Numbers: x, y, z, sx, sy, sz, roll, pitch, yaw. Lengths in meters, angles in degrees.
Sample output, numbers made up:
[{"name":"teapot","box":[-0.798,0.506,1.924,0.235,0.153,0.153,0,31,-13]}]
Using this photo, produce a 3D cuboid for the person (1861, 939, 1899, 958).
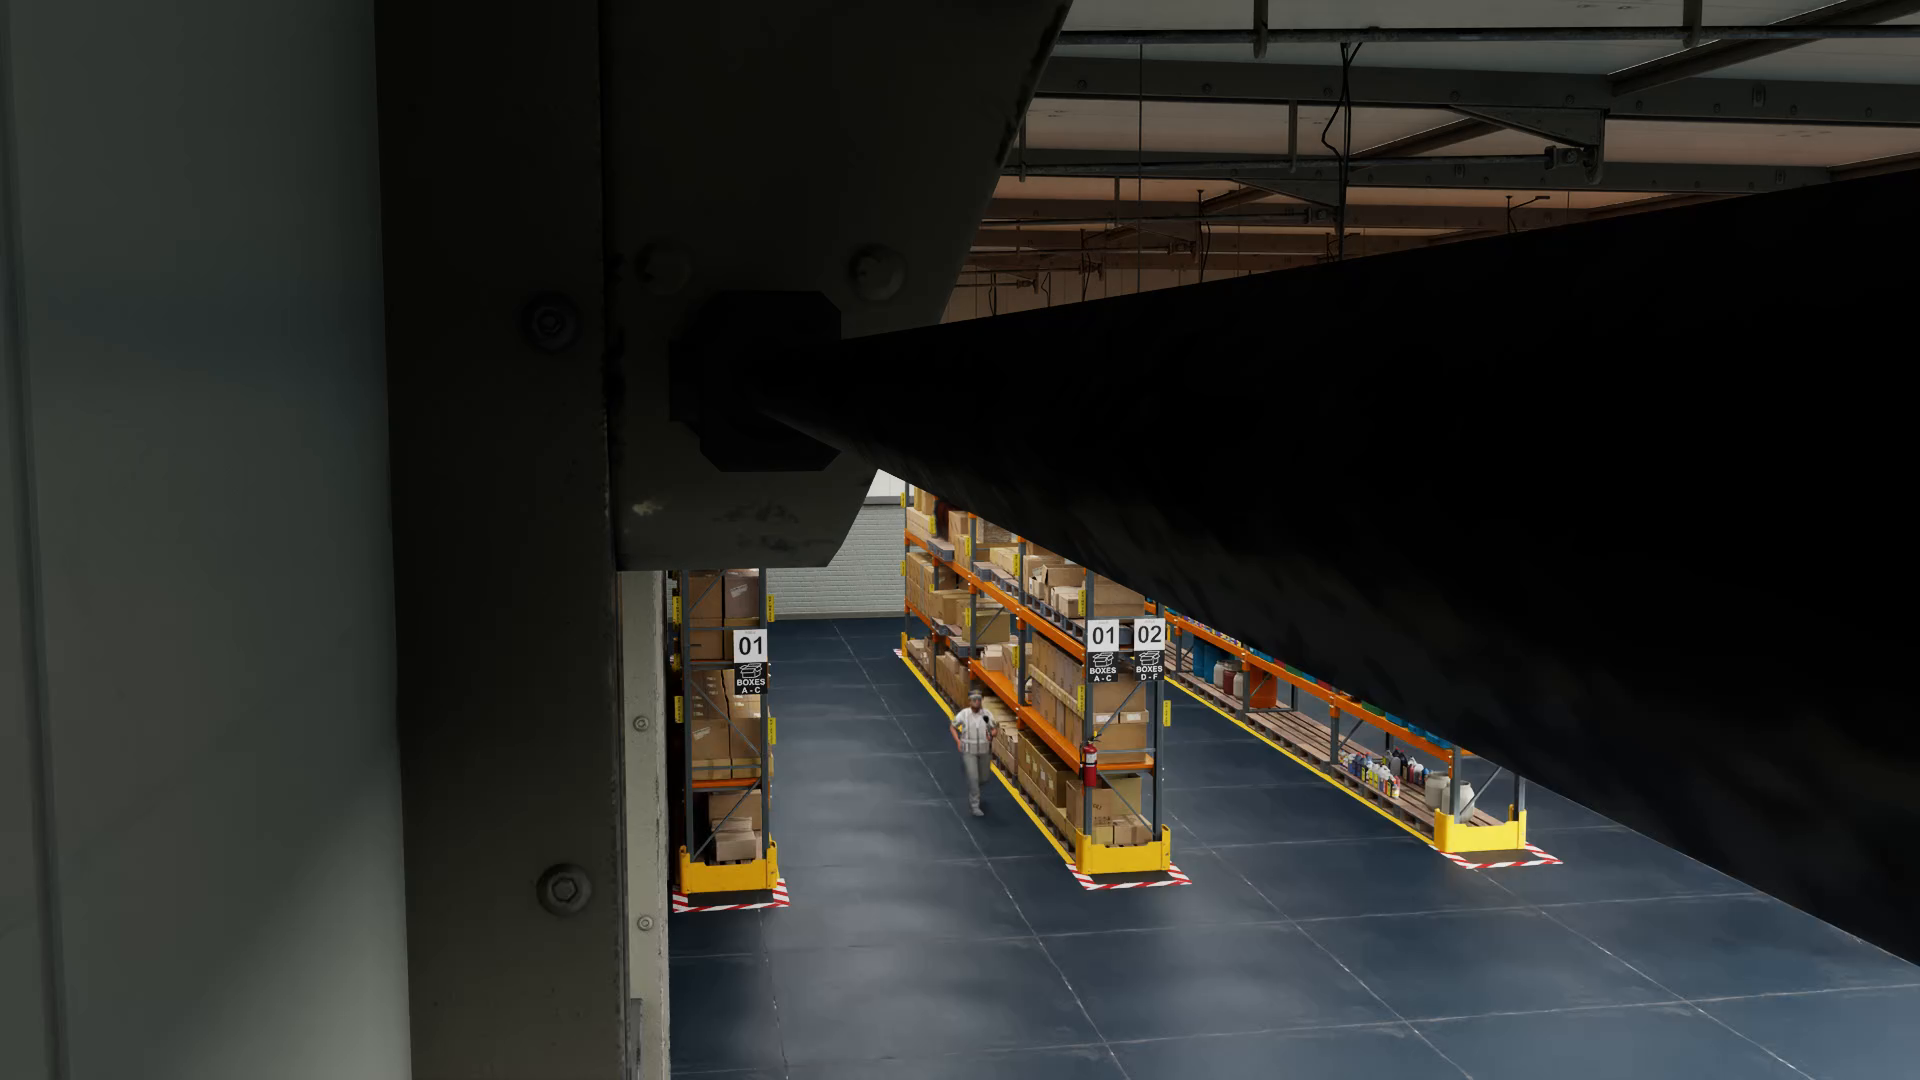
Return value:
[{"name":"person","box":[9.967,3.621,17.822,0.714,1.746,0.708,2,6,18]}]

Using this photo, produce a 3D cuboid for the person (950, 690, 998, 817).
[{"name":"person","box":[0.215,2.993,23.751,0.676,1.751,0.886,-1,6,-14]}]
